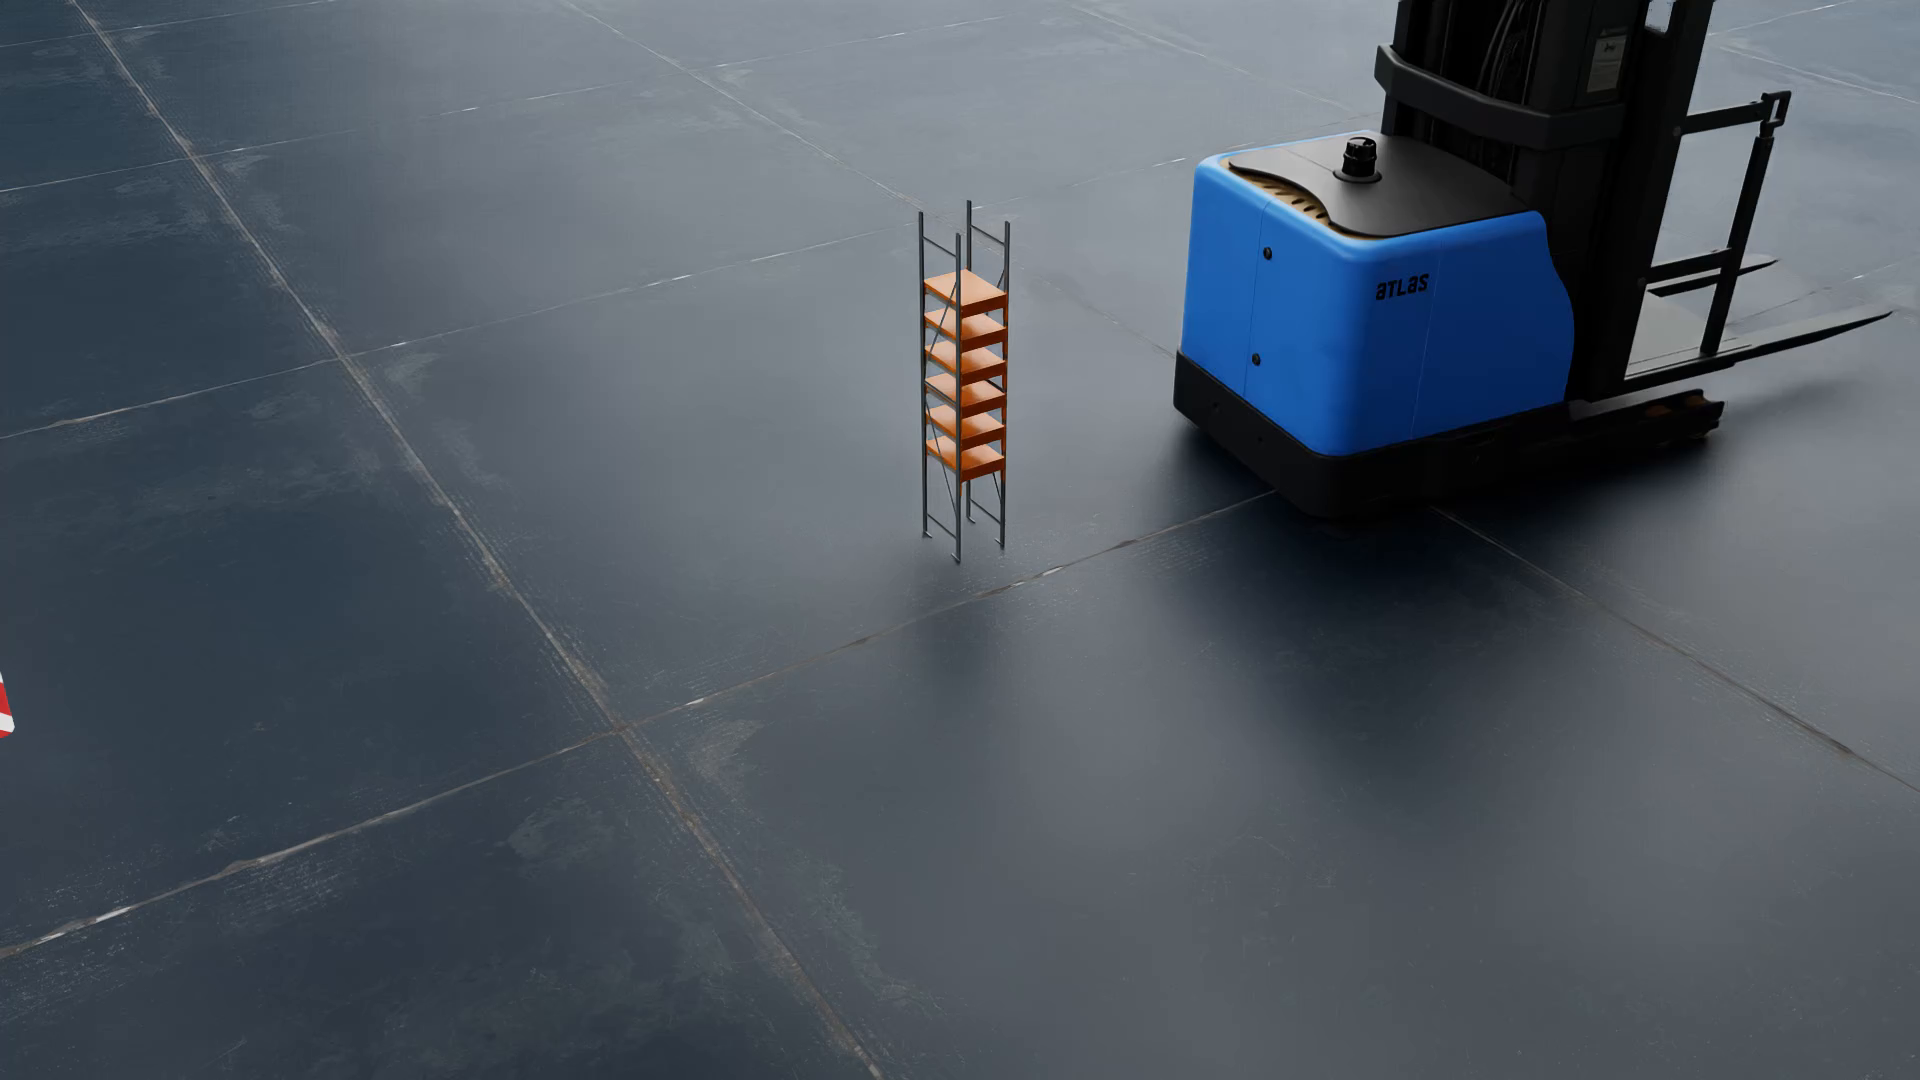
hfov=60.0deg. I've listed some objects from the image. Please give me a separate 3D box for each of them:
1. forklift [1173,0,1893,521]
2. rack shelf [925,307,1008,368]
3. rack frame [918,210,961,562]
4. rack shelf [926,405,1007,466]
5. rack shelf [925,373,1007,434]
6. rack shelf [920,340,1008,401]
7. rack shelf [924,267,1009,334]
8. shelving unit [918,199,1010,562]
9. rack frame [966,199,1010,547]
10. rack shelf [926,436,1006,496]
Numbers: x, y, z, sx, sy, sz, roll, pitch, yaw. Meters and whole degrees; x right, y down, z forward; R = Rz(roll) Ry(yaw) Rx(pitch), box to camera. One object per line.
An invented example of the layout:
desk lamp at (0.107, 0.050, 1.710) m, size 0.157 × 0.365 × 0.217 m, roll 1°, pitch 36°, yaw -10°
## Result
forklift at (2.403, -1.832, 6.028) m, size 3.031 × 2.935 × 1.130 m, roll -14°, pitch 35°, yaw -21°
rack shelf at (0.012, -0.677, 5.454) m, size 0.180 × 0.103 × 0.258 m, roll -19°, pitch 37°, yaw -27°
rack frame at (-0.065, -0.485, 5.516) m, size 0.006 × 1.200 × 0.240 m, roll -19°, pitch 37°, yaw -27°
rack shelf at (0.012, -0.373, 5.646) m, size 0.180 × 0.103 × 0.258 m, roll -19°, pitch 37°, yaw -27°
rack shelf at (0.012, -0.474, 5.582) m, size 0.180 × 0.103 × 0.258 m, roll -19°, pitch 37°, yaw -27°
rack shelf at (0.012, -0.576, 5.518) m, size 0.180 × 0.103 × 0.258 m, roll -19°, pitch 37°, yaw -27°
rack shelf at (0.012, -0.779, 5.390) m, size 0.180 × 0.103 × 0.258 m, roll -19°, pitch 37°, yaw -27°
shelving unit at (0.012, -0.512, 5.558) m, size 0.189 × 1.200 × 0.258 m, roll -19°, pitch 37°, yaw -27°
rack frame at (0.089, -0.538, 5.600) m, size 0.006 × 1.200 × 0.240 m, roll -19°, pitch 37°, yaw -27°
rack shelf at (0.012, -0.271, 5.710) m, size 0.180 × 0.103 × 0.258 m, roll -19°, pitch 37°, yaw -27°
